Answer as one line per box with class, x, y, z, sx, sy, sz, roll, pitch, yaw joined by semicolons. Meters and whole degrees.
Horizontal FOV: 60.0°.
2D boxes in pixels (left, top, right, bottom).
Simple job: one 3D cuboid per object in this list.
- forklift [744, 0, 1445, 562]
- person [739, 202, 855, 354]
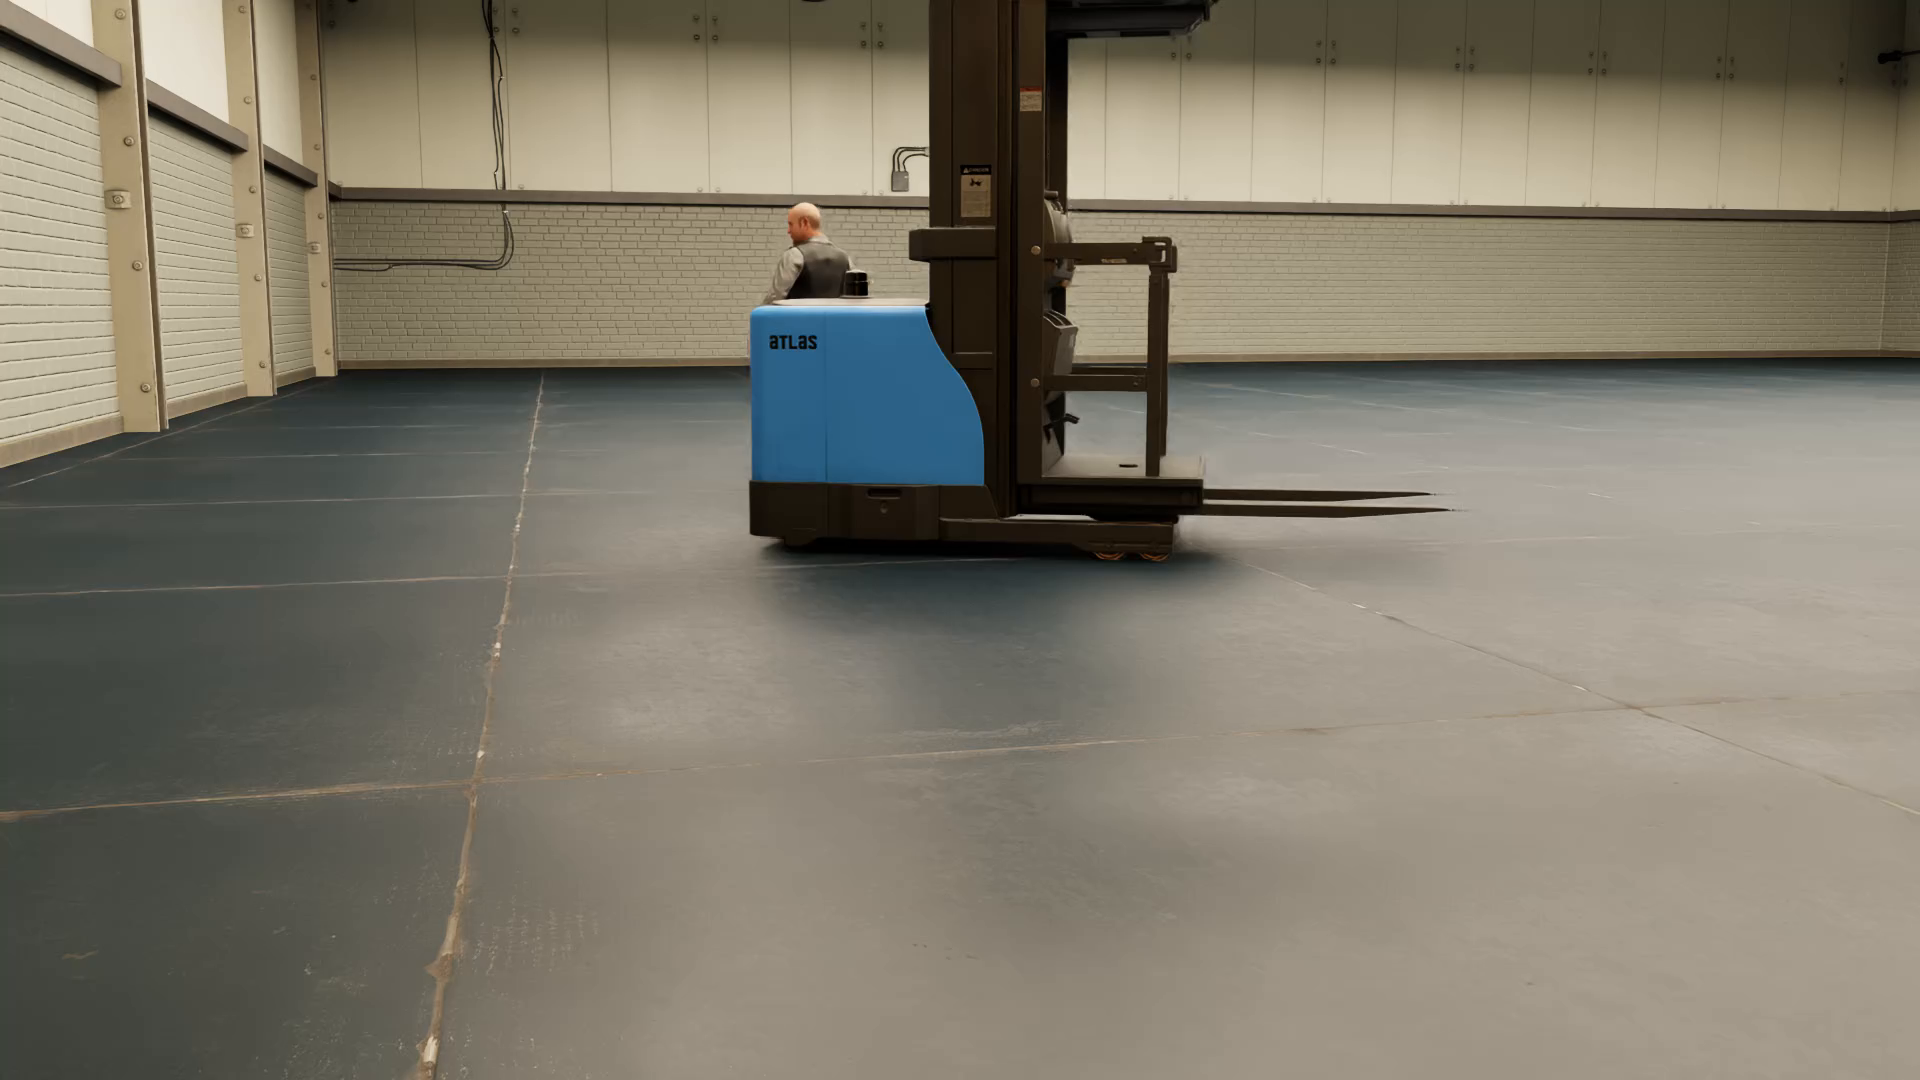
forklift;0.603;-1.439;7.412;3.031;2.935;1.130;1;8;9
person;-0.978;-1.176;10.060;0.782;1.702;0.489;-5;10;-34
